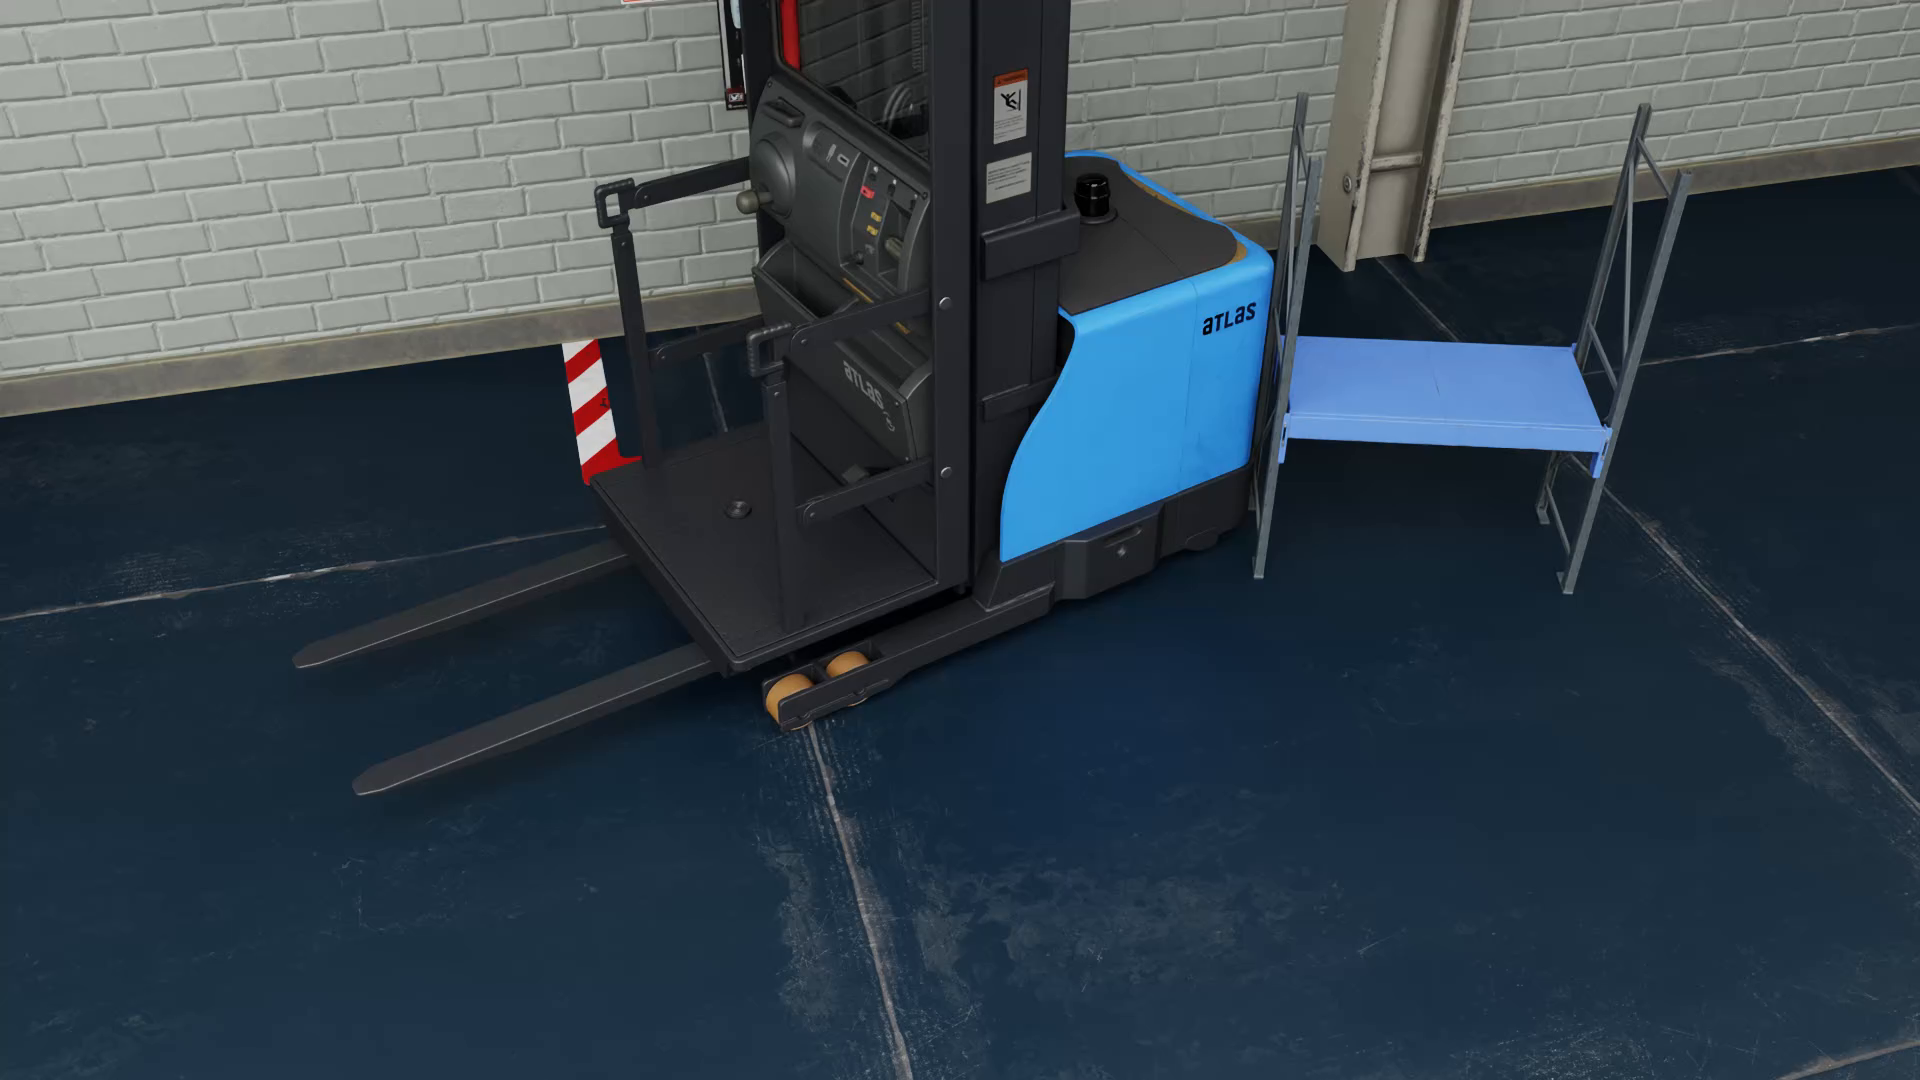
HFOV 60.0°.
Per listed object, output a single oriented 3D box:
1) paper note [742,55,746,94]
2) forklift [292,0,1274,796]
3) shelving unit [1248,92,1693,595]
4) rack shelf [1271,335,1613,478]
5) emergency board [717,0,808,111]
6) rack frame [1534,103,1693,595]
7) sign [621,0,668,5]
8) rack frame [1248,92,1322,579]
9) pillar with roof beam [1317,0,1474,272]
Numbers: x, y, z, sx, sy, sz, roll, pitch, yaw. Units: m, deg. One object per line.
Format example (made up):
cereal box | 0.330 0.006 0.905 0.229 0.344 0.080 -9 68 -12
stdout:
paper note | -0.755 -1.782 6.335 0.142 0.148 0.016 -9 38 -12
forklift | -0.526 -0.962 4.595 3.031 2.935 1.130 -21 42 -25
shelving unit | 1.529 -0.591 5.288 1.048 1.500 0.538 3 38 4
rack shelf | 1.529 -0.448 5.398 1.000 0.185 0.538 3 38 4
emergency board | -0.566 -2.119 6.051 0.643 1.169 0.194 -9 38 -12
rack frame | 2.035 -0.565 5.255 0.032 1.500 0.500 3 38 4
sign | -1.126 -2.106 6.005 0.234 0.329 0.001 -9 38 -12
rack frame | 1.022 -0.617 5.322 0.032 1.500 0.500 3 38 4
pillar with roof beam | 2.952 -2.346 1.410 0.400 9.000 9.100 -9 38 -12
